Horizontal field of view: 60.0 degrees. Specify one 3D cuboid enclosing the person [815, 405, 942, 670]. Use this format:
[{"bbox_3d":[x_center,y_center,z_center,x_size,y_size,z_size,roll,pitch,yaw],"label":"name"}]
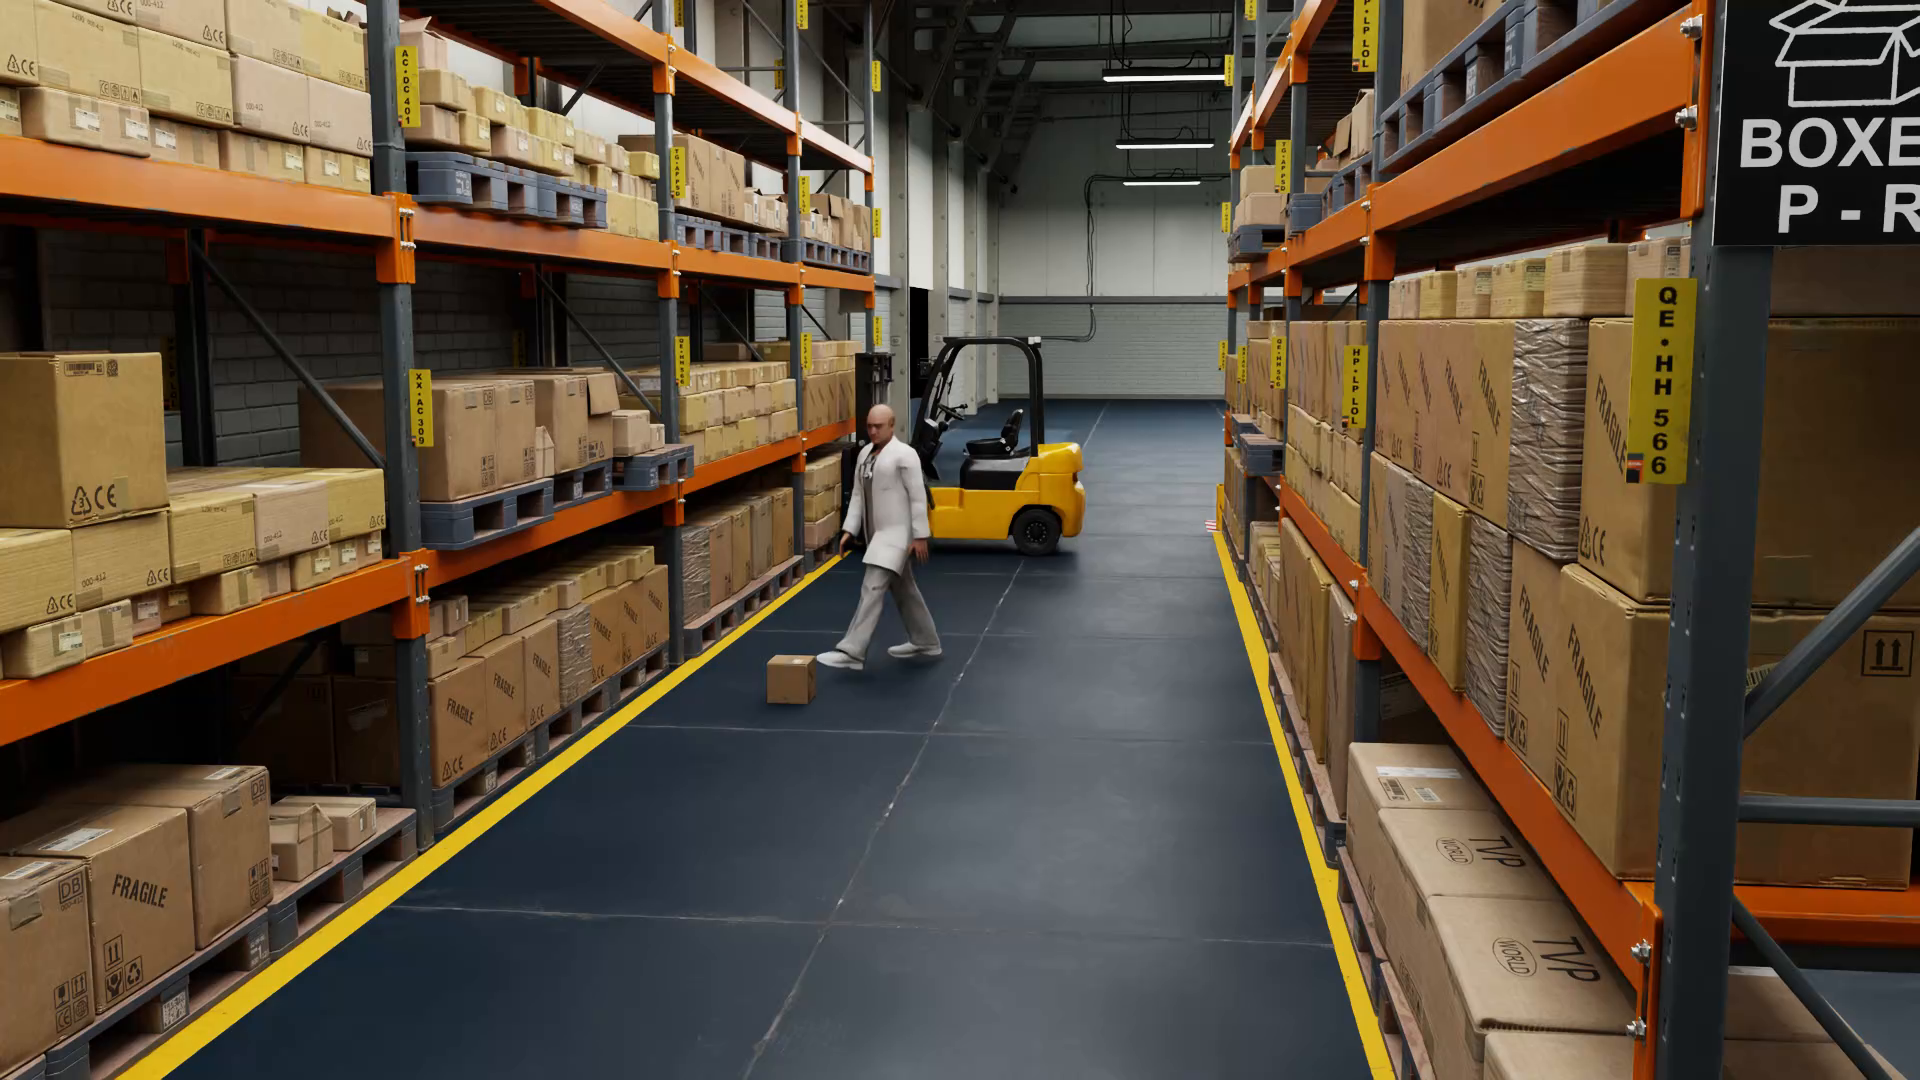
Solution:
[{"bbox_3d":[-0.564,-0.028,10.974,1.050,1.729,0.576,-4,9,-30],"label":"person"}]
